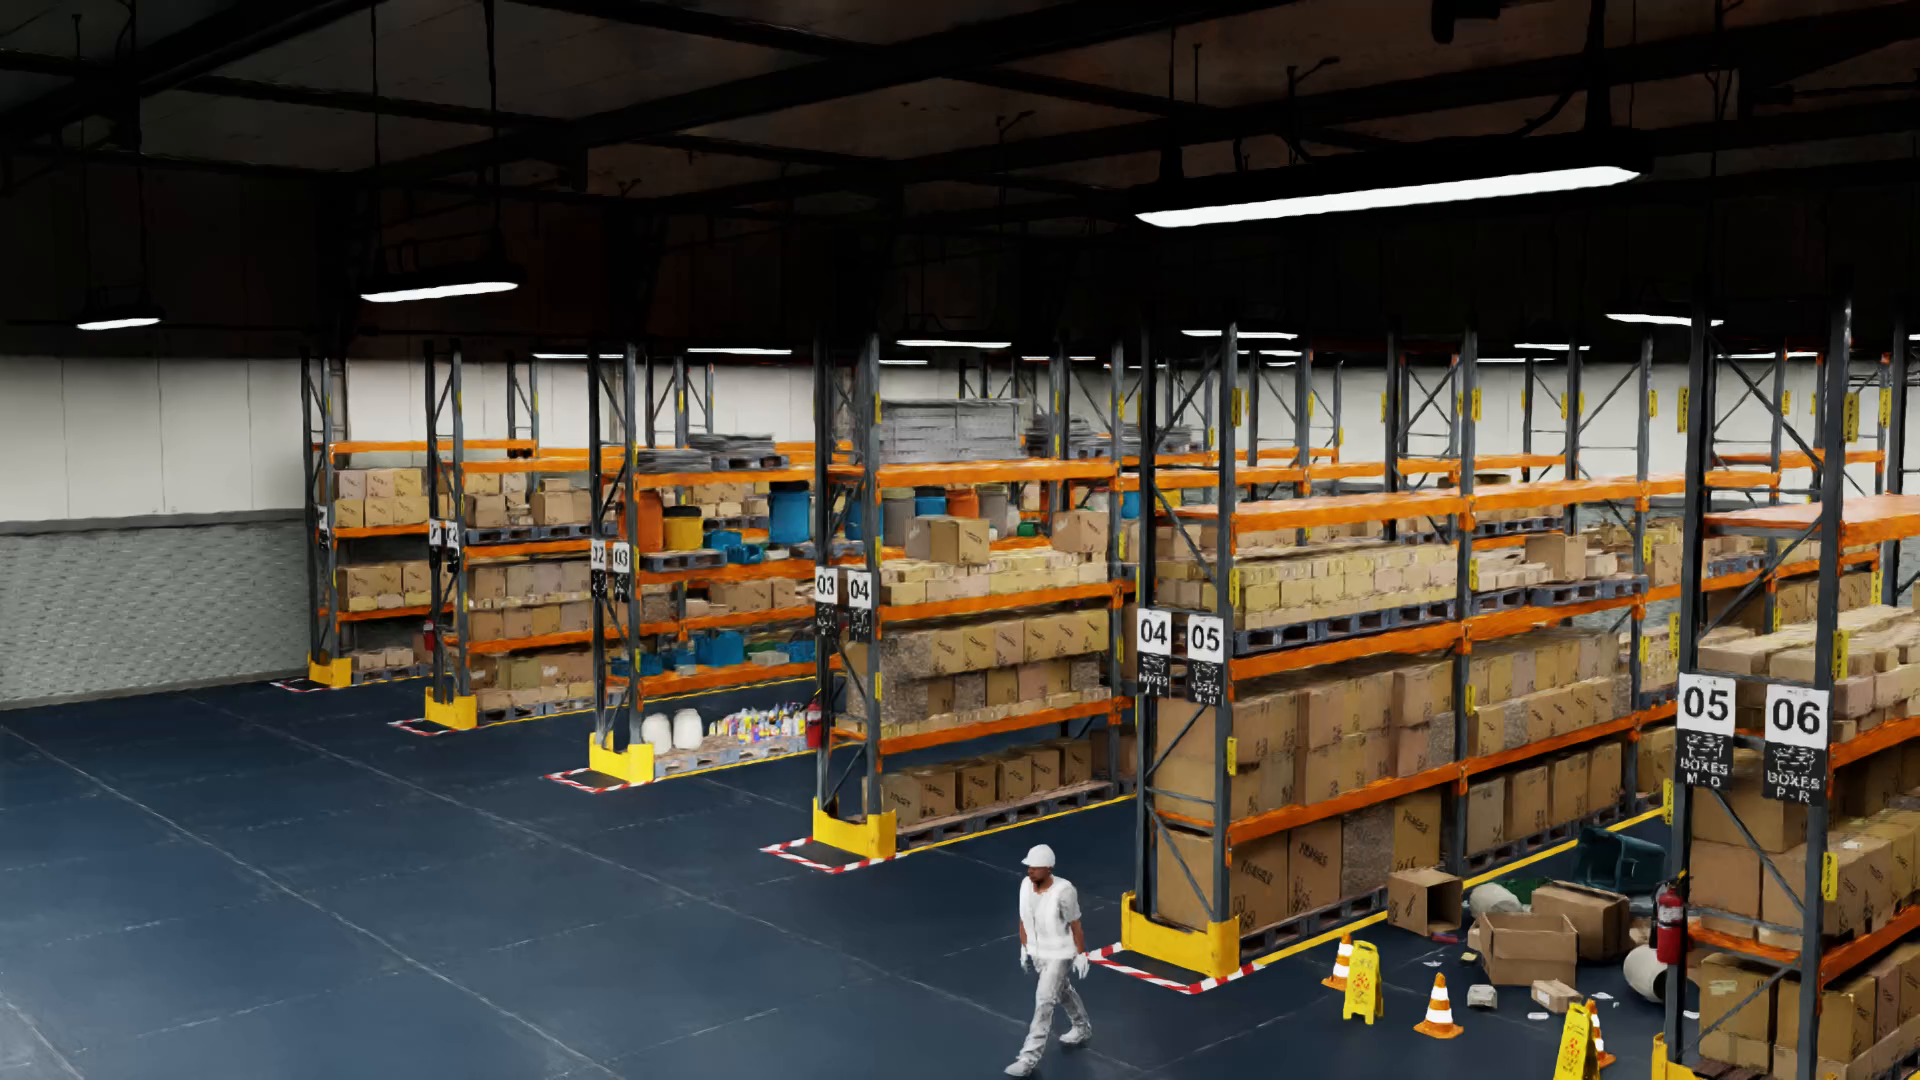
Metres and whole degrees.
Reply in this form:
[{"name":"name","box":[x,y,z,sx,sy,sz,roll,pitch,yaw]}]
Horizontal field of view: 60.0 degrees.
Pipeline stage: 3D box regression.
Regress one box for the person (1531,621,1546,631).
[{"name":"person","box":[8.979,2.028,25.810,1.123,1.709,0.553,-4,7,-40]}]

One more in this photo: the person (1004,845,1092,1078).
[{"name":"person","box":[0.651,3.175,12.819,1.122,1.706,0.566,-4,7,-41]}]
